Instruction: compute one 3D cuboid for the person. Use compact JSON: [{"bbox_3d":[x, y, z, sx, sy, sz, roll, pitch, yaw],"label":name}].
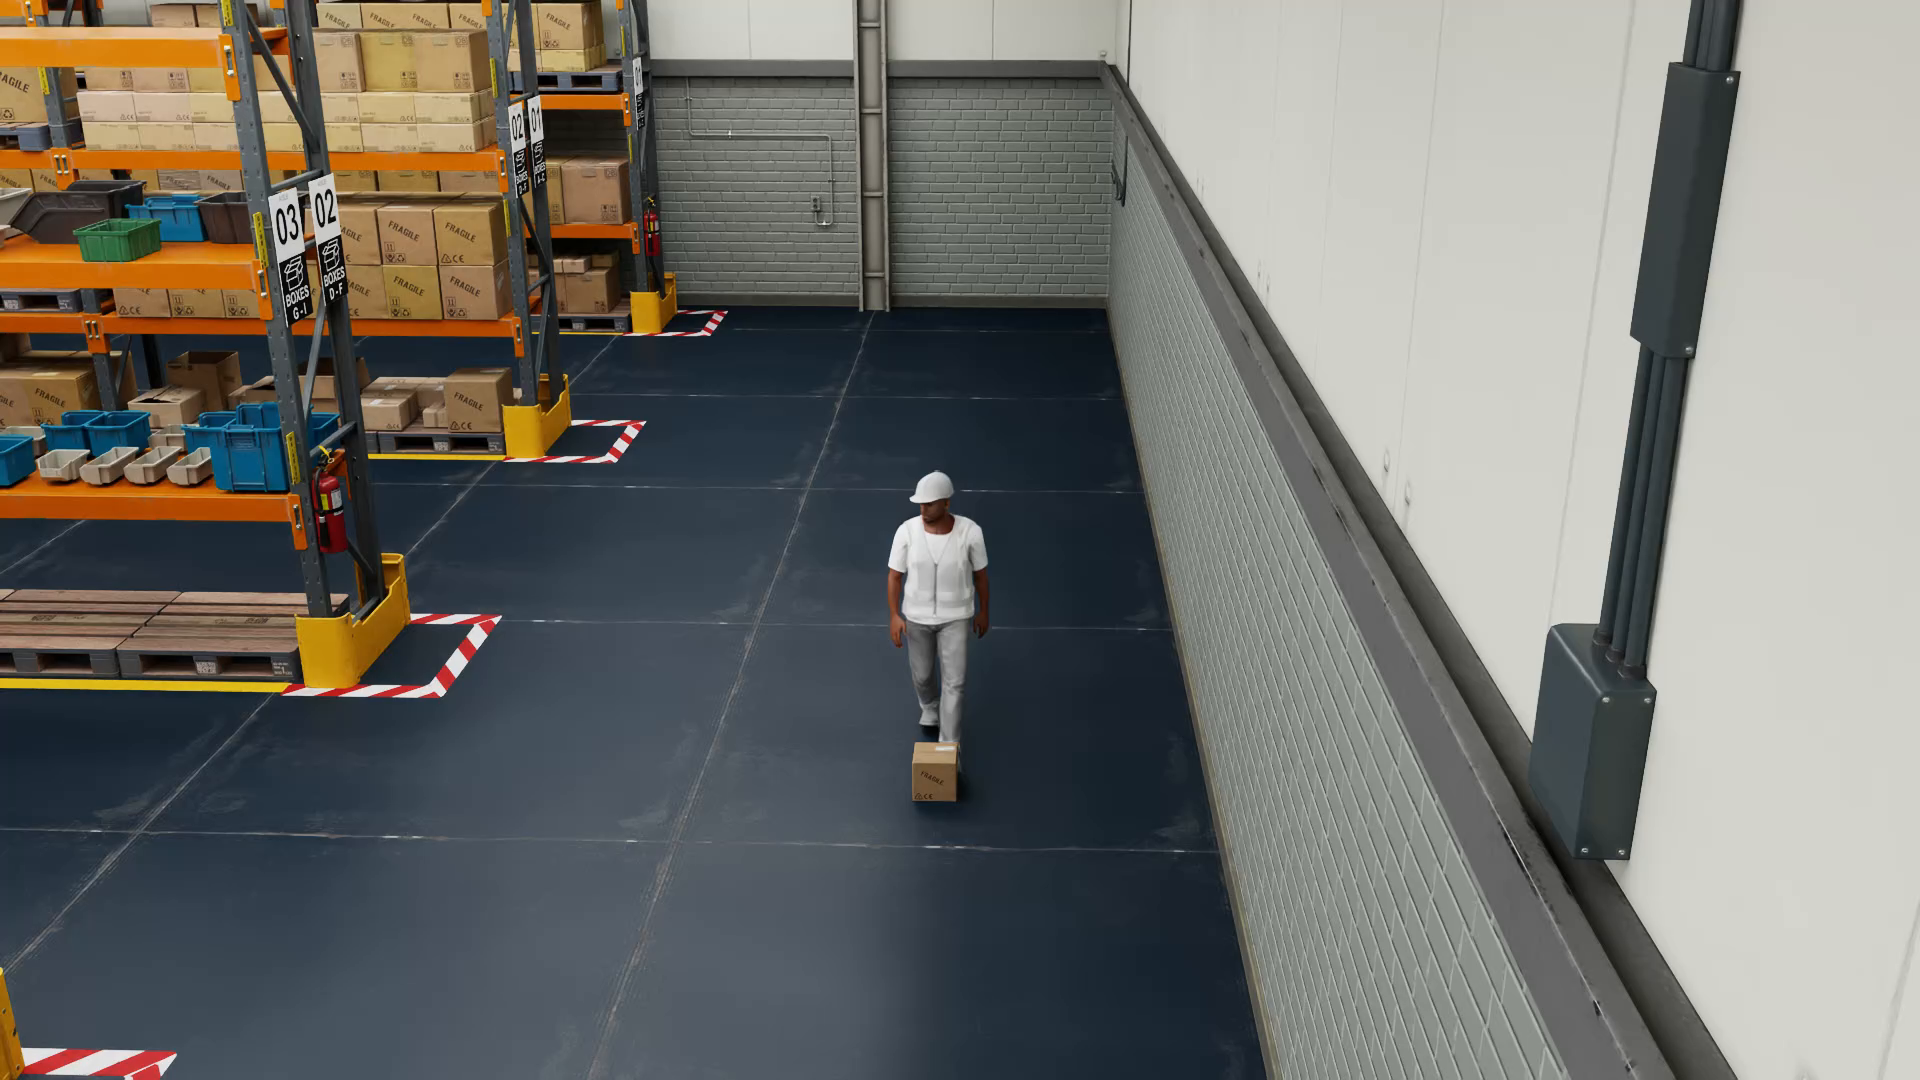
[{"bbox_3d":[-0.146,0.472,9.828,0.596,1.717,0.971,2,21,6],"label":"person"}]
